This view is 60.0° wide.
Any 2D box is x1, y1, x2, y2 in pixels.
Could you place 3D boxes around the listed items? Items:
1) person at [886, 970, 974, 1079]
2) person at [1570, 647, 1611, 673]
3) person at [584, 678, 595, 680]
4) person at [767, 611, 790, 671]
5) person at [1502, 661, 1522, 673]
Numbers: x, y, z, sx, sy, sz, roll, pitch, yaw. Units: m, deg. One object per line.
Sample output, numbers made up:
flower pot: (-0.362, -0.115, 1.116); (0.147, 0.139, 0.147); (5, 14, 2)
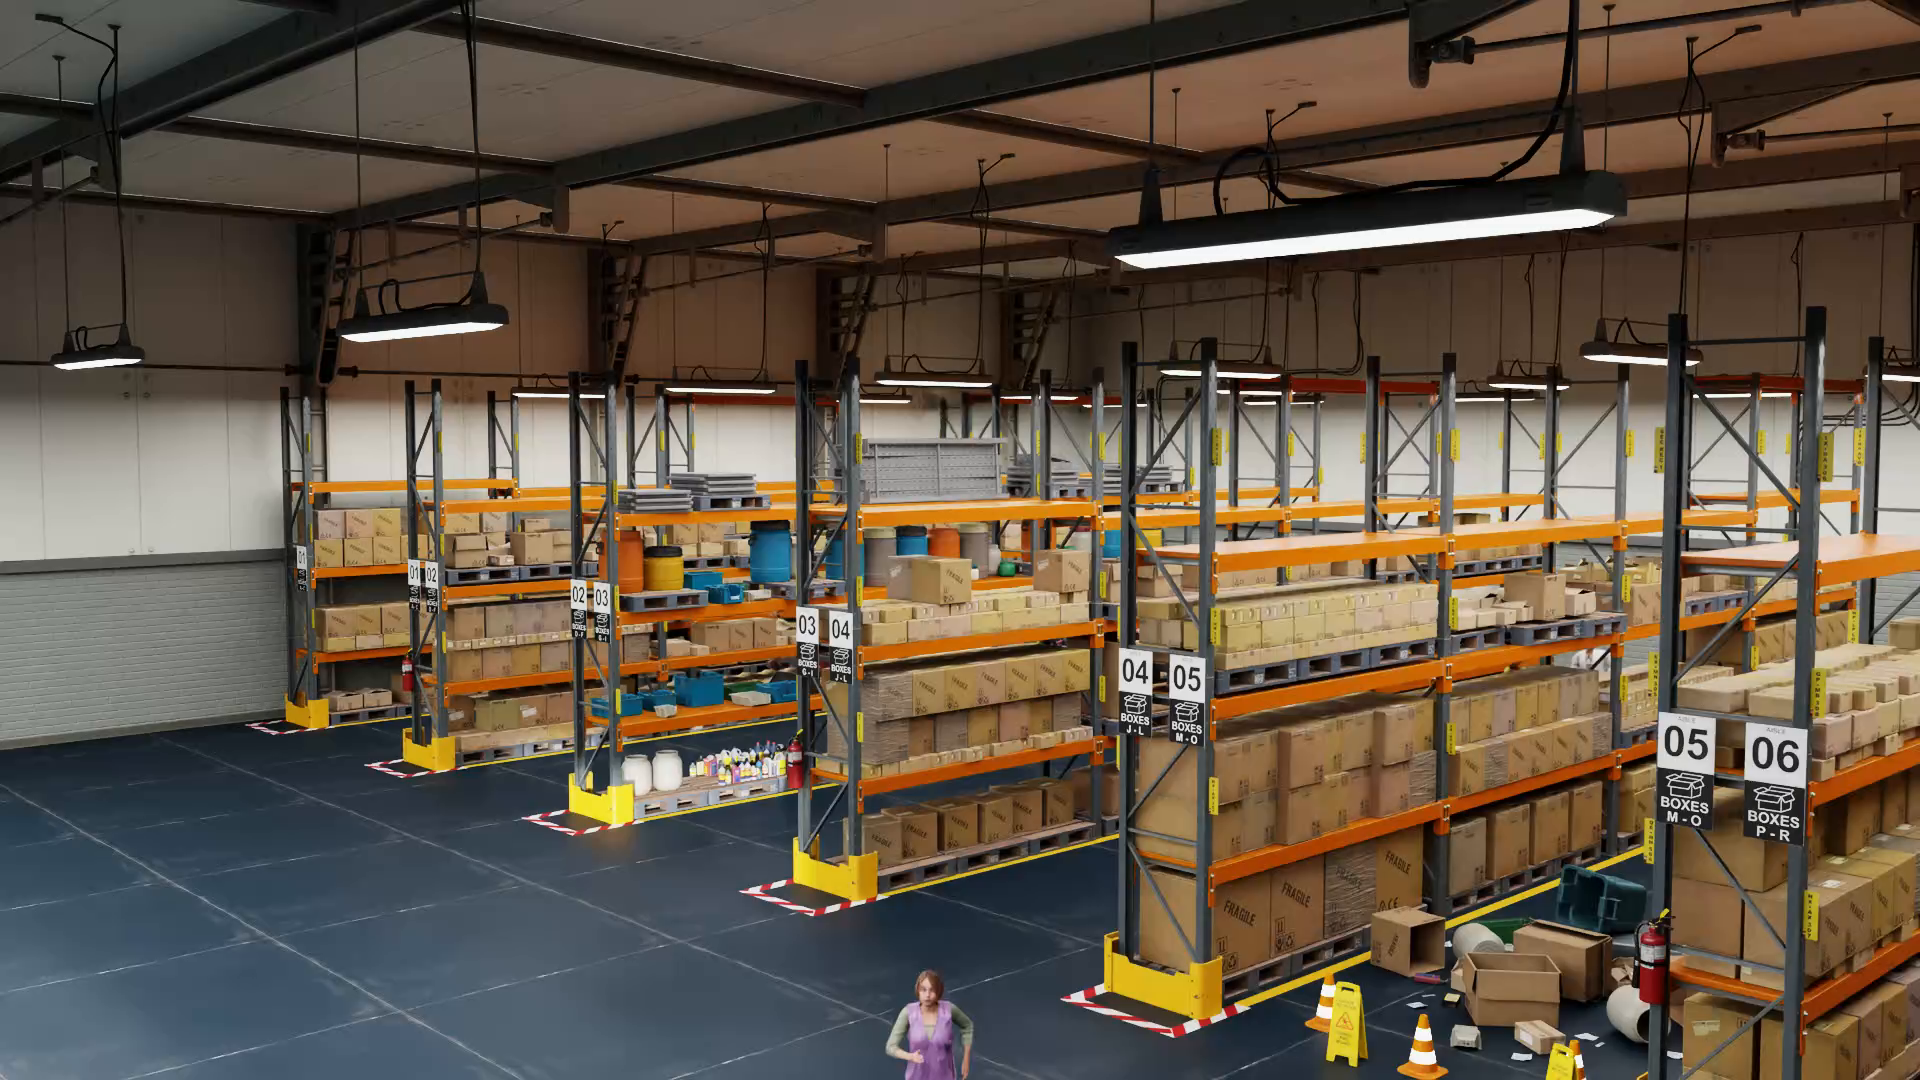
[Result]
person: (-0.202, 3.641, 11.047); (0.565, 1.631, 0.778); (0, 4, 4)
person: (10.724, 2.492, 28.266); (0.743, 1.733, 0.555); (2, 4, 34)
person: (-6.526, 2.491, 29.605); (0.951, 1.596, 0.539); (-3, 5, -41)
person: (-3.749, 2.167, 33.509); (0.566, 1.700, 0.807); (3, 5, 39)
person: (8.736, 2.609, 26.137); (0.886, 1.747, 0.705); (-3, 5, -40)
